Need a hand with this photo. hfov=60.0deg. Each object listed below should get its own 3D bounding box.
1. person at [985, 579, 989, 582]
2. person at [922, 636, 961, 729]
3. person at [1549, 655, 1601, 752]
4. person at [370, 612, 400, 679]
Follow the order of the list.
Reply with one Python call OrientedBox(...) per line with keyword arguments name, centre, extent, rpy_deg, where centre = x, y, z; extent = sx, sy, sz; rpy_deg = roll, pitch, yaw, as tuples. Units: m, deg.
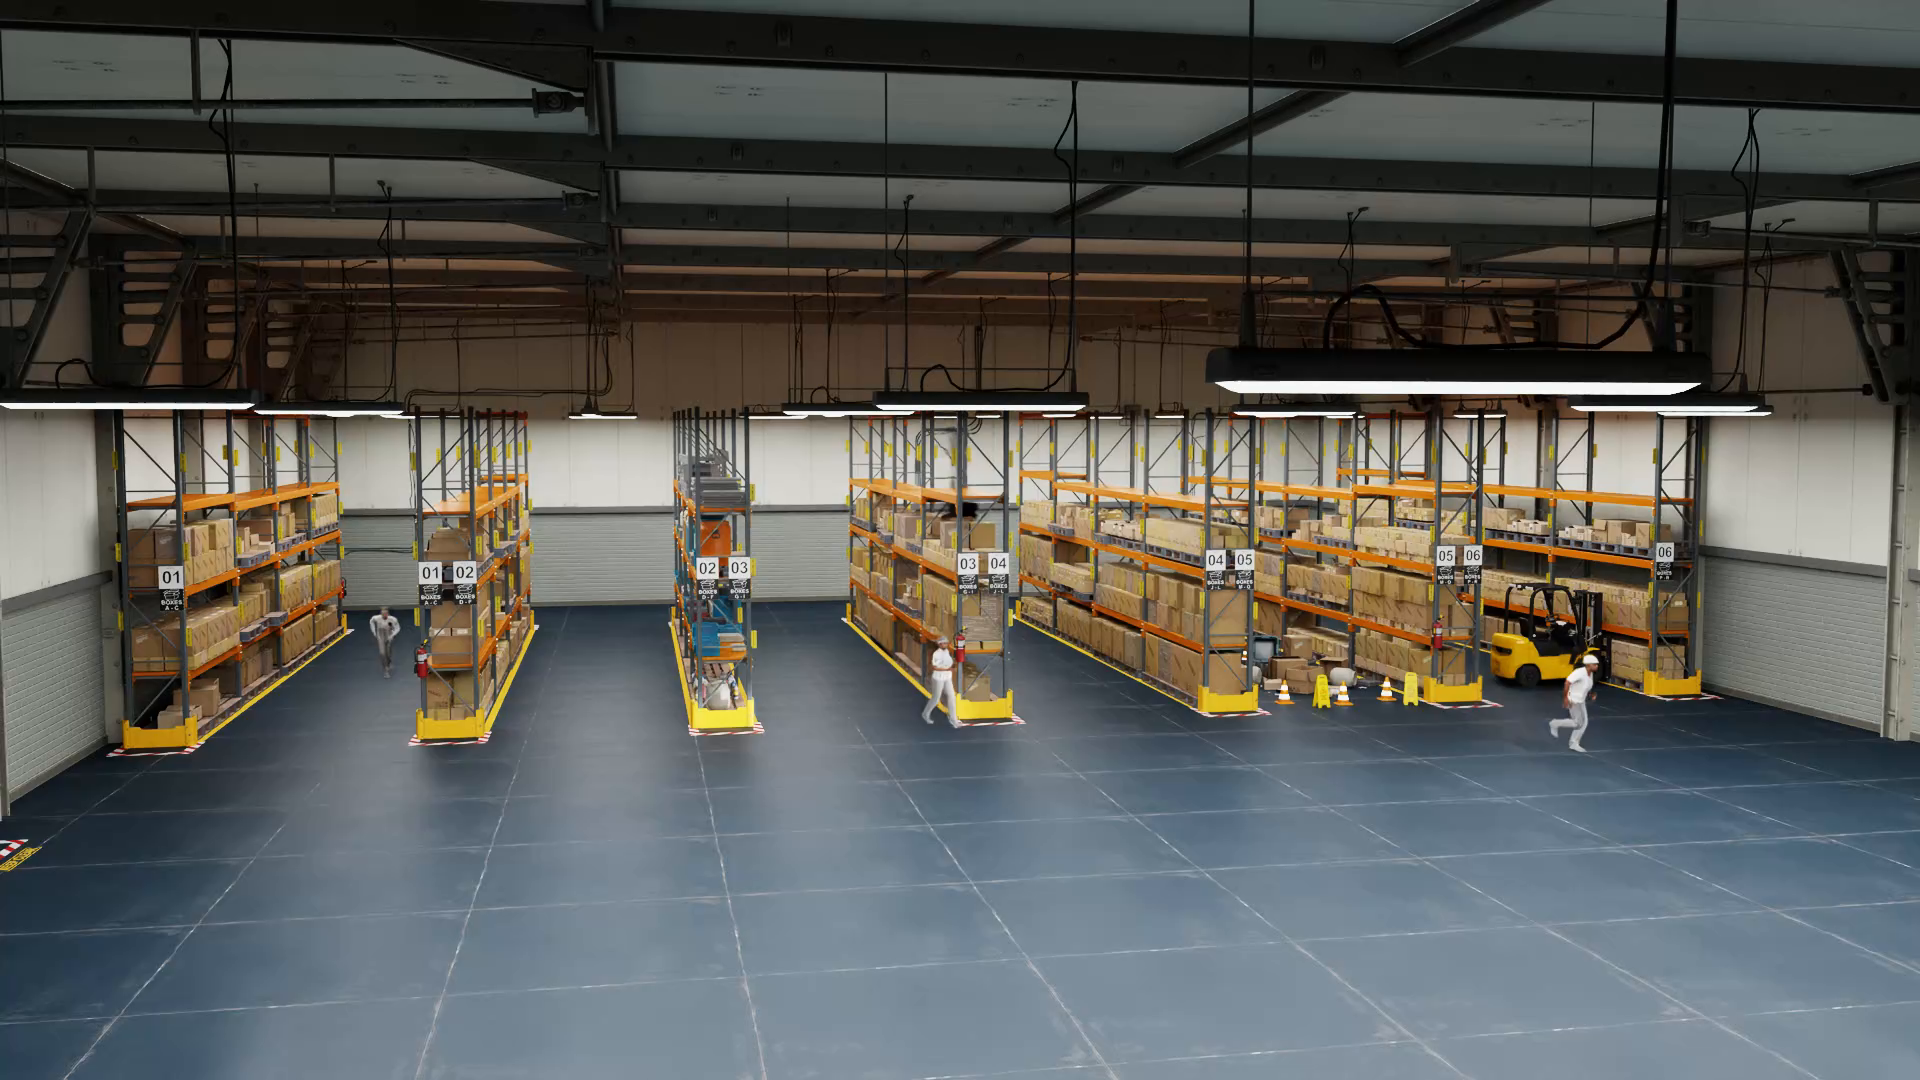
OrientedBox(name="person", centre=(0.872, 1.621, 45.441), extent=(0.654, 1.761, 0.897), rpy_deg=(-1, 4, -14))
OrientedBox(name="person", centre=(-0.356, 2.646, 31.190), extent=(0.853, 1.741, 0.584), rpy_deg=(3, 5, 40))
OrientedBox(name="person", centre=(10.766, 2.836, 29.028), extent=(0.772, 1.693, 0.697), rpy_deg=(3, 5, 36))
OrientedBox(name="person", centre=(-12.949, 2.289, 37.539), extent=(0.654, 1.614, 0.979), rpy_deg=(-1, 4, -11))
